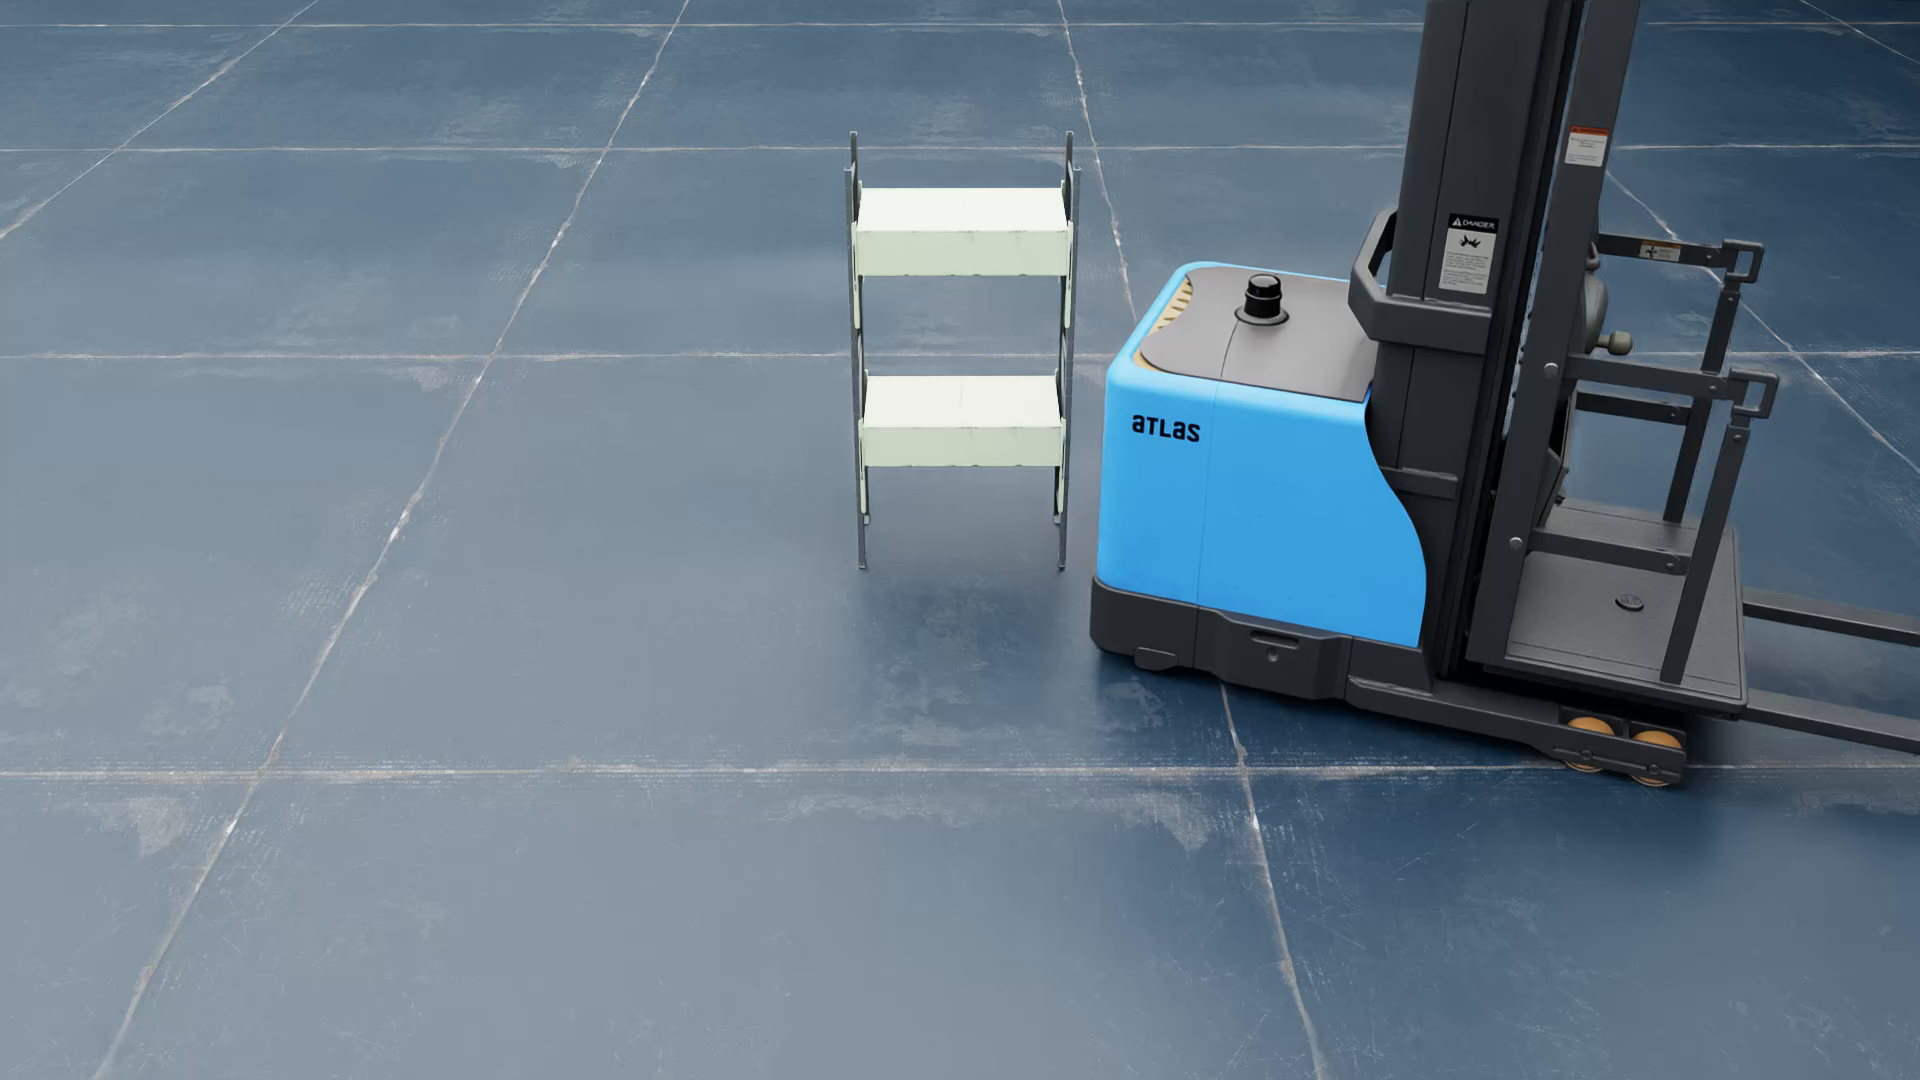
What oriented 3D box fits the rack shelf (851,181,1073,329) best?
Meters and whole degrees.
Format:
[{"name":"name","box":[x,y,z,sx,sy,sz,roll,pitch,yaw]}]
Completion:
[{"name":"rack shelf","box":[0.007,-0.975,5.659,0.720,0.370,0.431,0,31,0]}]

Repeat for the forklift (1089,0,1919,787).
[{"name":"forklift","box":[2.007,-0.821,4.778,3.031,2.935,1.130,11,33,17]}]

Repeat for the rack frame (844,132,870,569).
[{"name":"rack frame","box":[-0.359,-0.640,5.859,0.023,1.500,0.400,0,31,0]}]

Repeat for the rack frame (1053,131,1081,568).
[{"name":"rack frame","box":[0.373,-0.642,5.863,0.023,1.500,0.400,0,31,0]}]

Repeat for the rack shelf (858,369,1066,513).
[{"name":"rack shelf","box":[0.007,-0.363,6.030,0.720,0.370,0.431,0,31,0]}]

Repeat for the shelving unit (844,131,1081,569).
[{"name":"shelving unit","box":[0.007,-0.641,5.861,0.755,1.500,0.431,0,31,0]}]
